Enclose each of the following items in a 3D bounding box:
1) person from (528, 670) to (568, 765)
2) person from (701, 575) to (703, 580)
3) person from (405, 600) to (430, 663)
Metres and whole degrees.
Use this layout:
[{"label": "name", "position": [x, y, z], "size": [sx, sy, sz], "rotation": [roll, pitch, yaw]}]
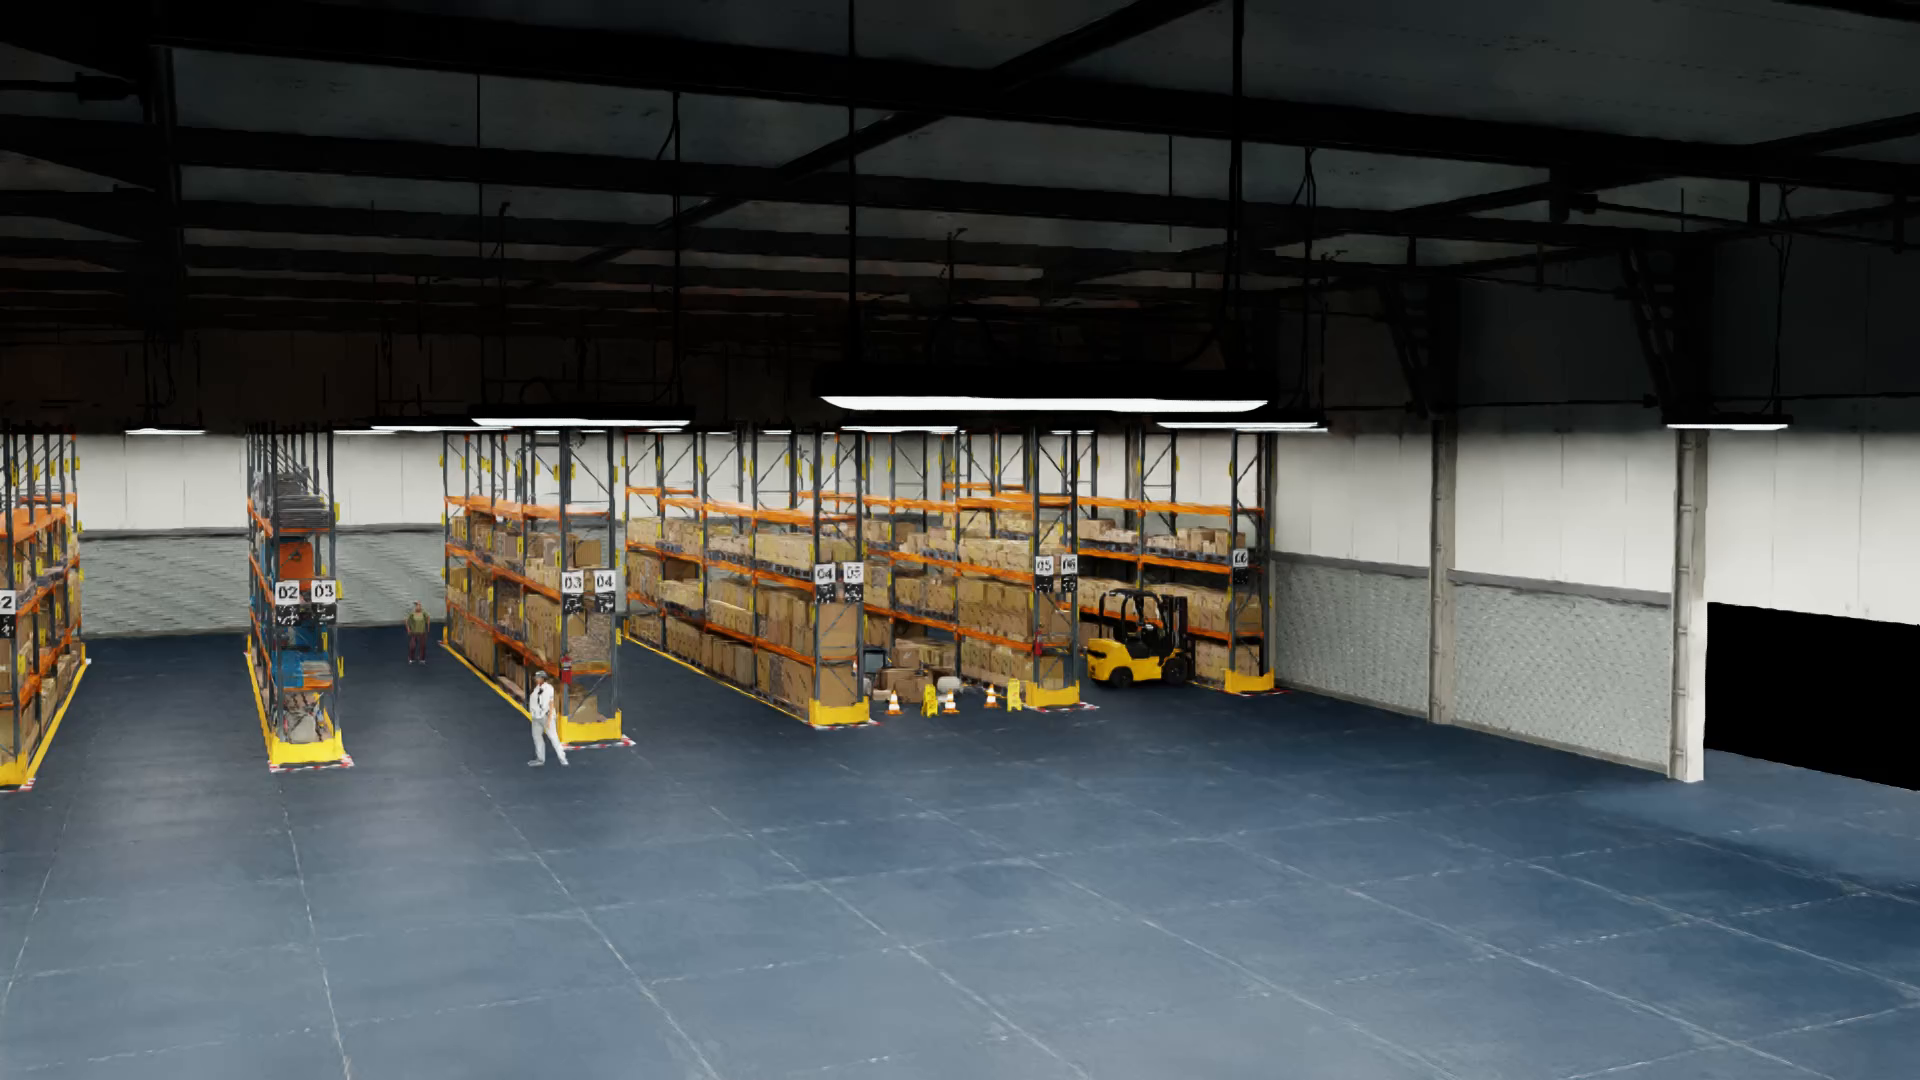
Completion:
[{"label": "person", "position": [-7.183, 3.091, 28.960], "size": [0.684, 1.655, 0.505], "rotation": [3, 4, 36]}, {"label": "person", "position": [-7.228, 1.880, 47.327], "size": [0.568, 1.770, 0.446], "rotation": [3, 5, 38]}, {"label": "person", "position": [-13.641, 2.307, 41.834], "size": [0.598, 1.617, 0.503], "rotation": [-2, 4, -26]}]
